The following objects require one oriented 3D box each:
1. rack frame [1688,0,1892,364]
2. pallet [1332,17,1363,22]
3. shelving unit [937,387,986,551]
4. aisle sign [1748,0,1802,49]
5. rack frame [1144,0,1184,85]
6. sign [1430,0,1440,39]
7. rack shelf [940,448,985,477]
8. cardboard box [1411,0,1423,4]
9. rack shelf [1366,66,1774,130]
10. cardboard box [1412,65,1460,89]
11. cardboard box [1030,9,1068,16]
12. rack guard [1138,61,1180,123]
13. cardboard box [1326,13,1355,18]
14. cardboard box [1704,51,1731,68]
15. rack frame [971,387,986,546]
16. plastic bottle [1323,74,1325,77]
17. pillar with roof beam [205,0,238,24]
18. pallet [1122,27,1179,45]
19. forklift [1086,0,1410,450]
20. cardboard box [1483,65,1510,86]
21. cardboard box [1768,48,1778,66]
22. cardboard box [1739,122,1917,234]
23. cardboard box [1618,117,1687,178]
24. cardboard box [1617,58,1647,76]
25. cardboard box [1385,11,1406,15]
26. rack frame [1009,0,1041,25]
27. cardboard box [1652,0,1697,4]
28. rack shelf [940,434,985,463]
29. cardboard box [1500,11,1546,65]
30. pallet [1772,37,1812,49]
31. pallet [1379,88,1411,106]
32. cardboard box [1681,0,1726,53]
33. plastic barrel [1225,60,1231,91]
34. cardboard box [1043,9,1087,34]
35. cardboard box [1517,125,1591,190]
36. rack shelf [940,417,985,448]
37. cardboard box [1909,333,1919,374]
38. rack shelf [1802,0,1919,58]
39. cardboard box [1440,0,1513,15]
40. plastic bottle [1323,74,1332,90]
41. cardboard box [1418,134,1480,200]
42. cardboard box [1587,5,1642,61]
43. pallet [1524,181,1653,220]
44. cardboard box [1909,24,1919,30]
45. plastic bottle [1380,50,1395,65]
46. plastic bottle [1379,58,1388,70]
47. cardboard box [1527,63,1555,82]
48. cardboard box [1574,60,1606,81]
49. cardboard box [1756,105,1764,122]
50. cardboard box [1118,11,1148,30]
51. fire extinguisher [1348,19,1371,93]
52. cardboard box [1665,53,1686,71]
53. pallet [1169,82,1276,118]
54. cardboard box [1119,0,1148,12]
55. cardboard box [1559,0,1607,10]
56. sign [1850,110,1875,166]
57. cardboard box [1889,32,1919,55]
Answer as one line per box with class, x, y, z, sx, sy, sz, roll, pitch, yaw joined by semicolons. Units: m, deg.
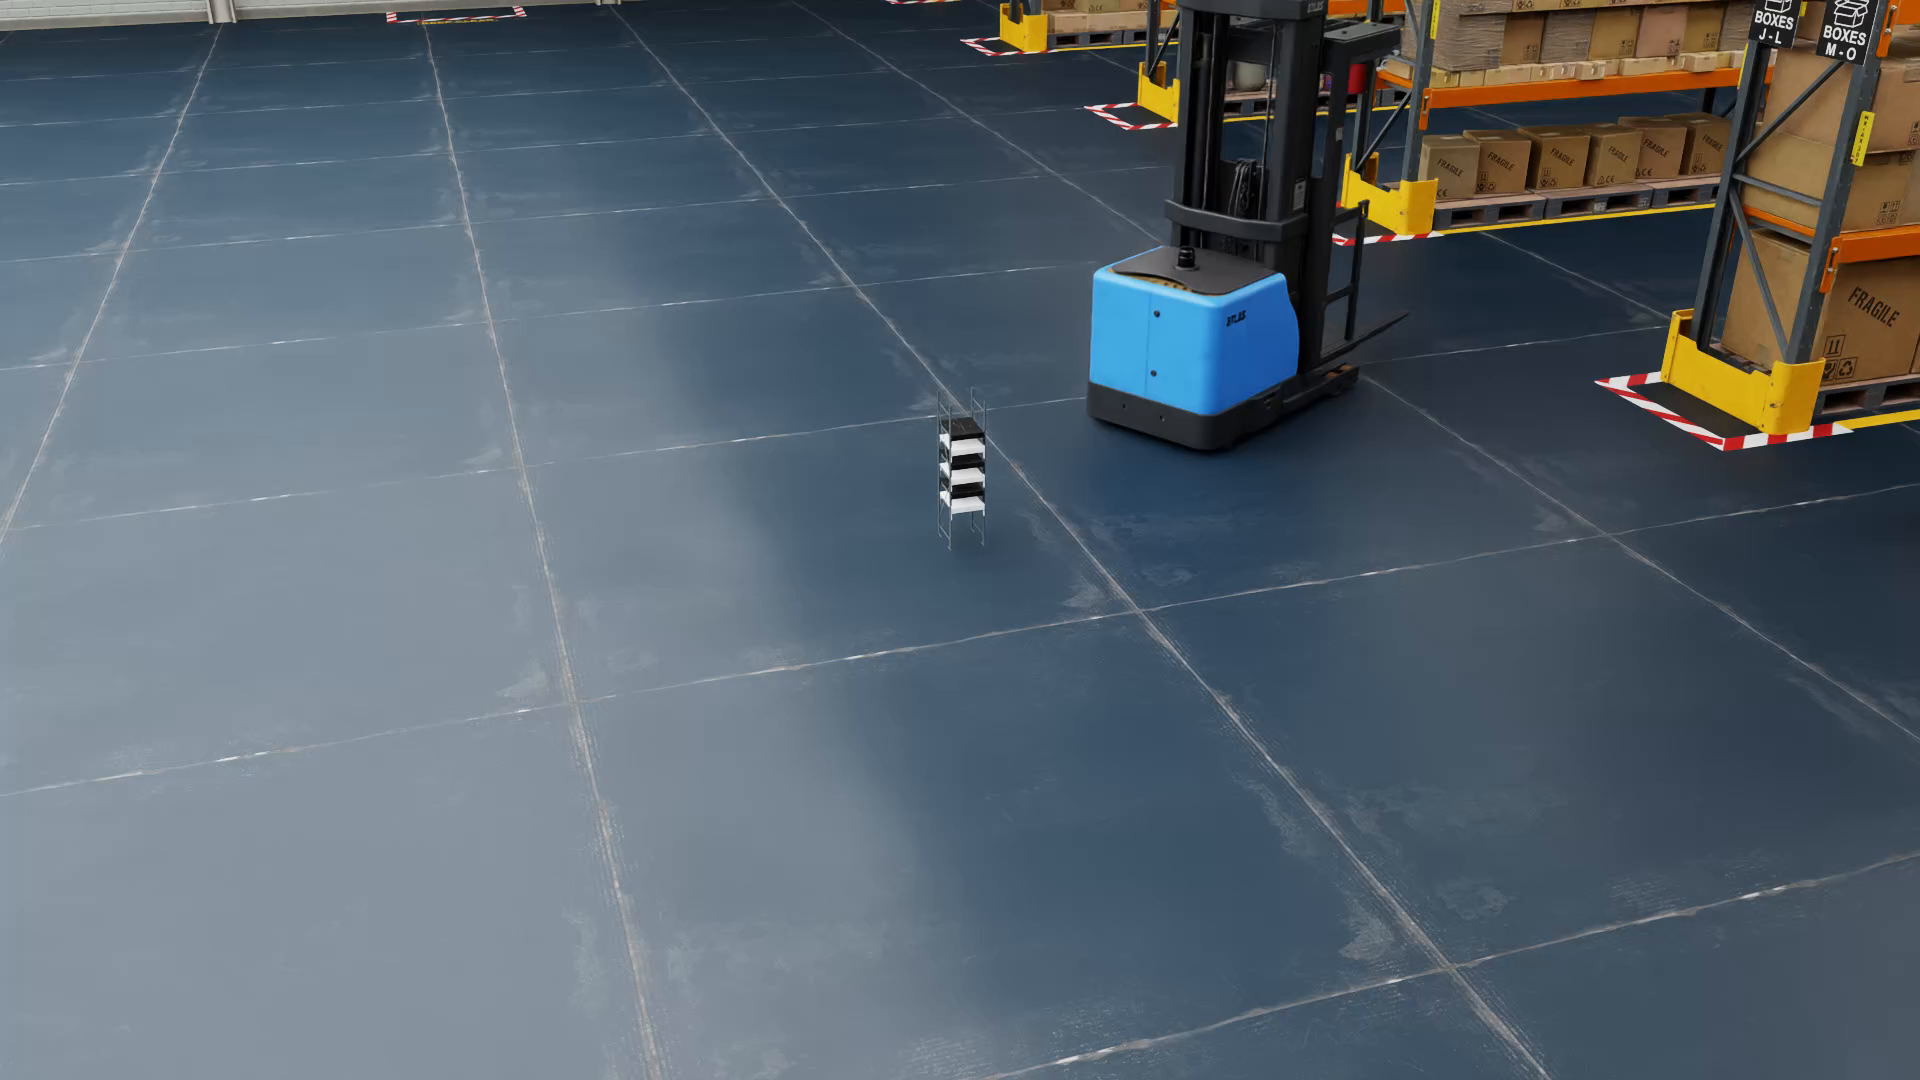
rack frame;5.449;-2.312;11.033;0.127;3.000;1.000;-8;28;-16
pallet;5.437;-8.031;25.690;1.213;0.211;1.003;-8;28;-16
shelving unit;0.008;-0.404;9.552;0.210;0.900;0.258;-8;28;-16
aisle sign;5.288;-3.593;10.691;0.004;0.787;0.394;-8;28;-16
rack frame;2.475;-6.517;19.503;0.127;3.000;1.000;-8;28;-16
sign;4.177;-4.581;14.630;0.005;0.325;0.100;-8;28;-16
rack shelf;0.008;-0.455;9.527;0.200;0.077;0.258;-8;28;-16
cardboard box;4.455;-5.229;15.337;0.500;0.500;0.500;-8;28;-16
rack shelf;5.911;-4.376;16.000;4.000;0.370;1.077;-8;28;-16
cardboard box;4.354;-4.248;15.217;0.250;0.149;0.380;-8;28;-16
cardboard box;1.363;-7.767;24.641;0.500;0.250;0.500;-8;28;-16
rack guard;2.533;-5.427;20.120;0.348;0.500;1.175;-8;28;-16
cardboard box;5.695;-8.140;25.392;0.500;0.250;0.500;-8;27;-15
cardboard box;7.202;-4.668;16.061;0.250;0.149;0.380;-8;28;-16
rack frame;0.104;-0.418;9.580;0.006;0.900;0.240;-8;28;-16
plastic bottle;4.622;-6.032;21.012;0.185;0.351;0.144;-7;27;-14
pillar with roof beam;-10.272;-10.382;20.543;0.400;9.000;9.100;-8;28;-16
pallet;2.817;-7.652;24.926;1.213;0.211;1.003;-8;28;-16
forklift;2.214;-2.468;11.426;1.130;2.935;3.031;21;34;36
cardboard box;4.840;-4.303;15.327;0.250;0.149;0.380;-8;28;-16
cardboard box;7.699;-4.707;16.140;0.250;0.149;0.380;-8;28;-16
cardboard box;5.788;-2.449;11.141;0.550;0.550;0.875;-8;28;-16
cardboard box;6.877;-3.922;16.615;0.500;0.500;0.500;0;26;0
cardboard box;6.268;-4.507;15.737;0.250;0.149;0.380;-8;28;-16
cardboard box;6.670;-8.282;25.678;0.500;0.250;0.500;-8;27;-15
rack frame;0.945;-8.612;23.723;0.127;3.000;1.000;-8;28;-16
cardboard box;6.519;-5.283;15.447;0.500;0.500;0.500;-8;28;-16
rack shelf;0.008;-0.536;9.487;0.200;0.077;0.258;-8;28;-16
cardboard box;4.979;-4.784;15.567;0.500;0.500;0.875;-8;28;-16
pallet;8.584;-4.931;16.525;1.213;0.211;1.003;-8;28;-16
pallet;5.627;-5.744;21.082;1.213;0.211;1.003;-8;28;-16
cardboard box;6.879;-5.062;16.125;0.500;0.500;0.875;-8;28;-16
plastic barrel;3.077;-5.713;20.211;0.421;0.512;0.421;0;26;0
cardboard box;1.524;-7.548;24.200;0.500;0.250;0.500;-8;28;-16
cardboard box;5.767;-3.745;16.259;0.500;0.500;0.500;-6;27;-11
rack shelf;0.008;-0.616;9.447;0.200;0.077;0.258;-8;28;-16
cardboard box;6.909;-1.791;11.902;0.875;0.875;0.875;-9;28;-17
rack shelf;7.350;-3.608;11.080;4.000;0.370;1.077;-8;28;-16
cardboard box;4.616;-5.009;14.895;0.500;0.500;0.500;-8;28;-16
plastic bottle;4.516;-5.638;20.294;0.133;0.283;0.061;-8;27;-15
cardboard box;4.608;-3.570;15.906;0.500;0.500;0.500;-3;27;-7
cardboard box;5.946;-4.899;15.797;0.500;0.500;0.875;-8;28;-16
pallet;6.023;-3.447;16.457;1.213;0.211;1.003;-8;28;-16
cardboard box;9.432;-5.485;16.838;0.637;0.503;0.797;-5;27;-11
plastic bottle;5.427;-6.081;21.111;0.185;0.351;0.144;-8;28;-16
plastic bottle;5.266;-5.797;20.537;0.185;0.351;0.144;-8;28;-16
cardboard box;5.311;-4.378;15.477;0.250;0.149;0.380;-8;28;-16
cardboard box;5.810;-4.414;15.550;0.250;0.149;0.380;-8;28;-16
cardboard box;8.403;-4.126;17.005;0.500;0.500;0.700;-10;28;-20
cardboard box;2.473;-7.687;24.480;0.500;0.250;0.500;-8;28;-16
fire extinguisher;3.757;-4.567;15.663;0.183;0.674;0.296;-8;28;-16
cardboard box;6.720;-4.607;15.940;0.250;0.149;0.380;-8;28;-16
pallet;3.307;-5.408;20.405;1.213;0.211;1.003;-8;28;-16
cardboard box;2.470;-8.028;24.323;0.500;0.500;0.500;-8;28;-16
cardboard box;5.569;-5.144;15.167;0.500;0.500;0.500;-8;28;-16
sign;5.615;-2.499;10.348;0.005;0.325;0.100;-8;28;-16
cardboard box;6.308;-3.012;11.060;0.550;0.550;0.875;-8;28;-16
